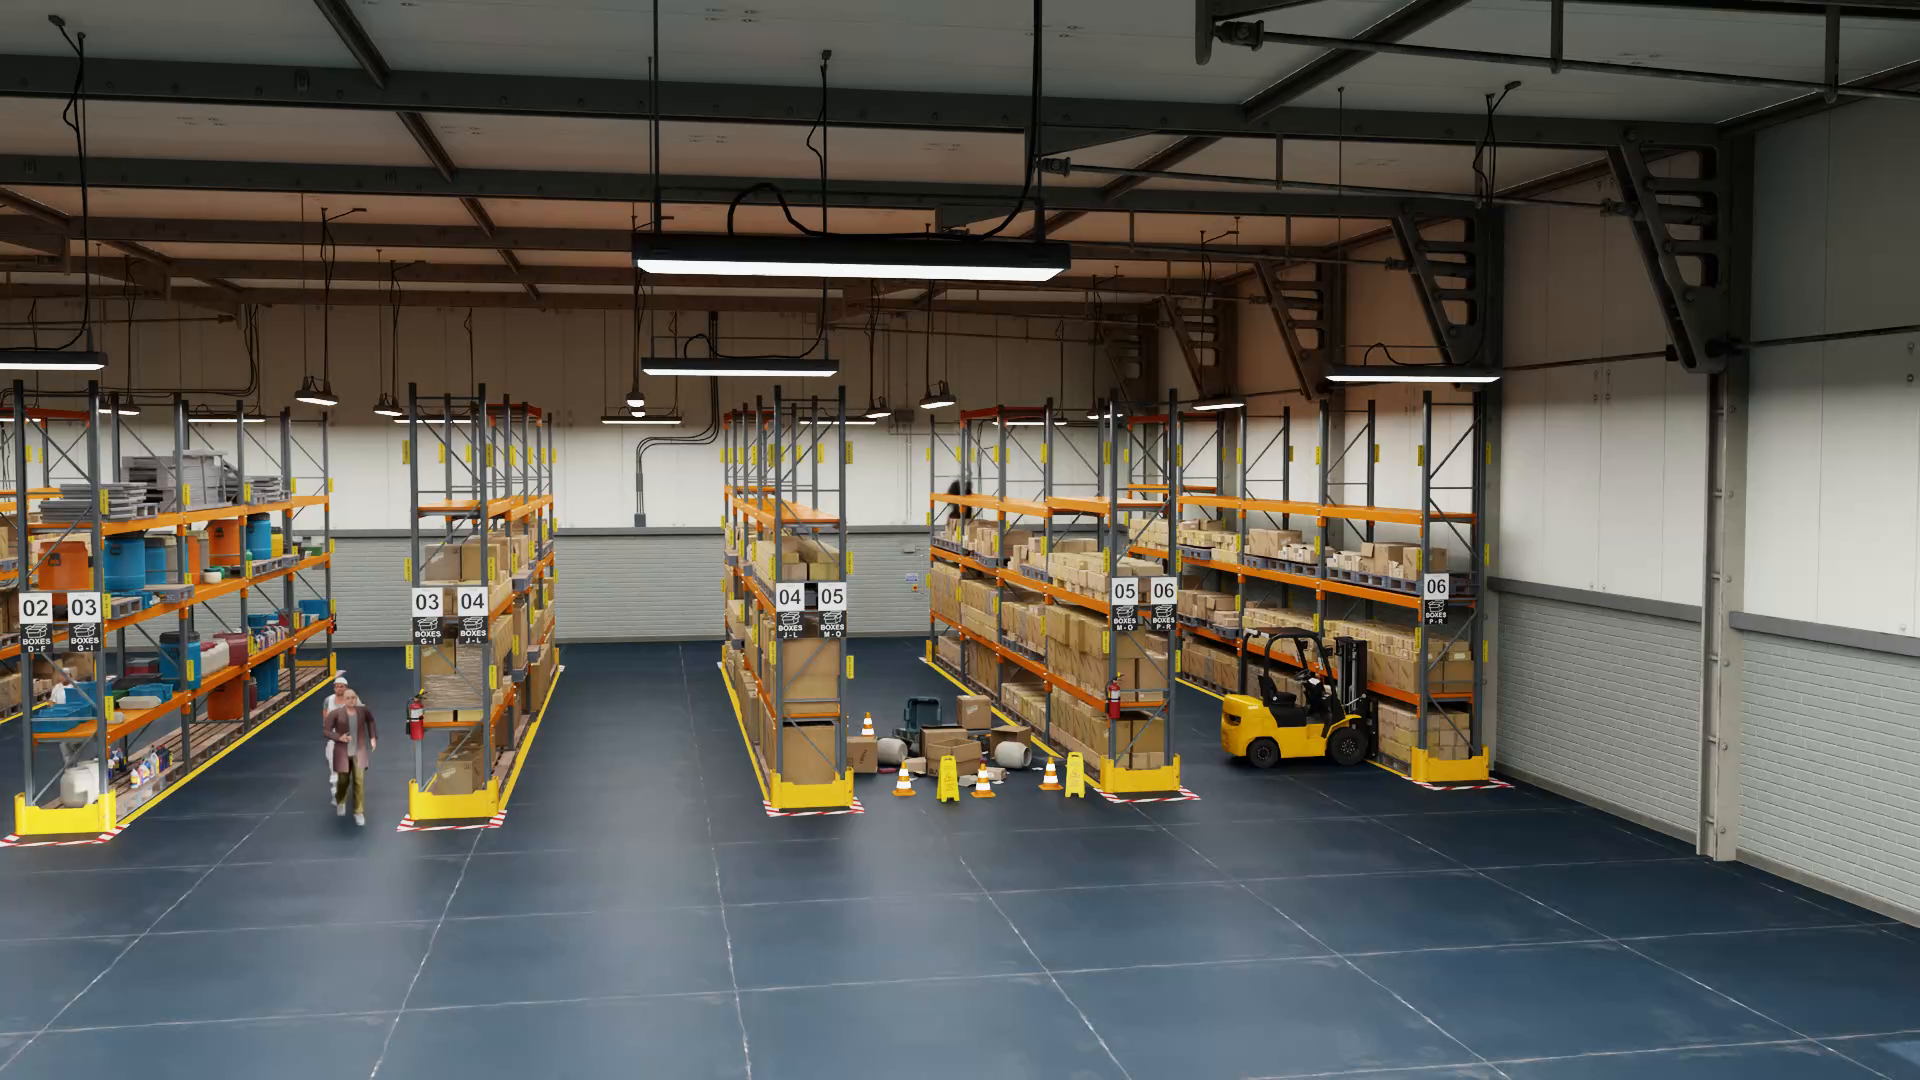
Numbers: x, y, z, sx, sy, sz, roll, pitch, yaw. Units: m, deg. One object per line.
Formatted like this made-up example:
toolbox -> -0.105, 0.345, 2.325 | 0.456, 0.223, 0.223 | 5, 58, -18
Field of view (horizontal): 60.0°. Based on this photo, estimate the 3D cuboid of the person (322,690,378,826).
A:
person -> -8.362, 2.950, 22.818 | 0.737, 1.819, 0.929 | -2, 3, -29

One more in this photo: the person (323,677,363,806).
person -> -8.999, 2.893, 24.298 | 0.626, 1.801, 1.150 | -1, 3, -12

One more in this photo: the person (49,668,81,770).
person -> -14.232, 2.850, 26.557 | 0.593, 1.634, 0.525 | -1, 3, -13
